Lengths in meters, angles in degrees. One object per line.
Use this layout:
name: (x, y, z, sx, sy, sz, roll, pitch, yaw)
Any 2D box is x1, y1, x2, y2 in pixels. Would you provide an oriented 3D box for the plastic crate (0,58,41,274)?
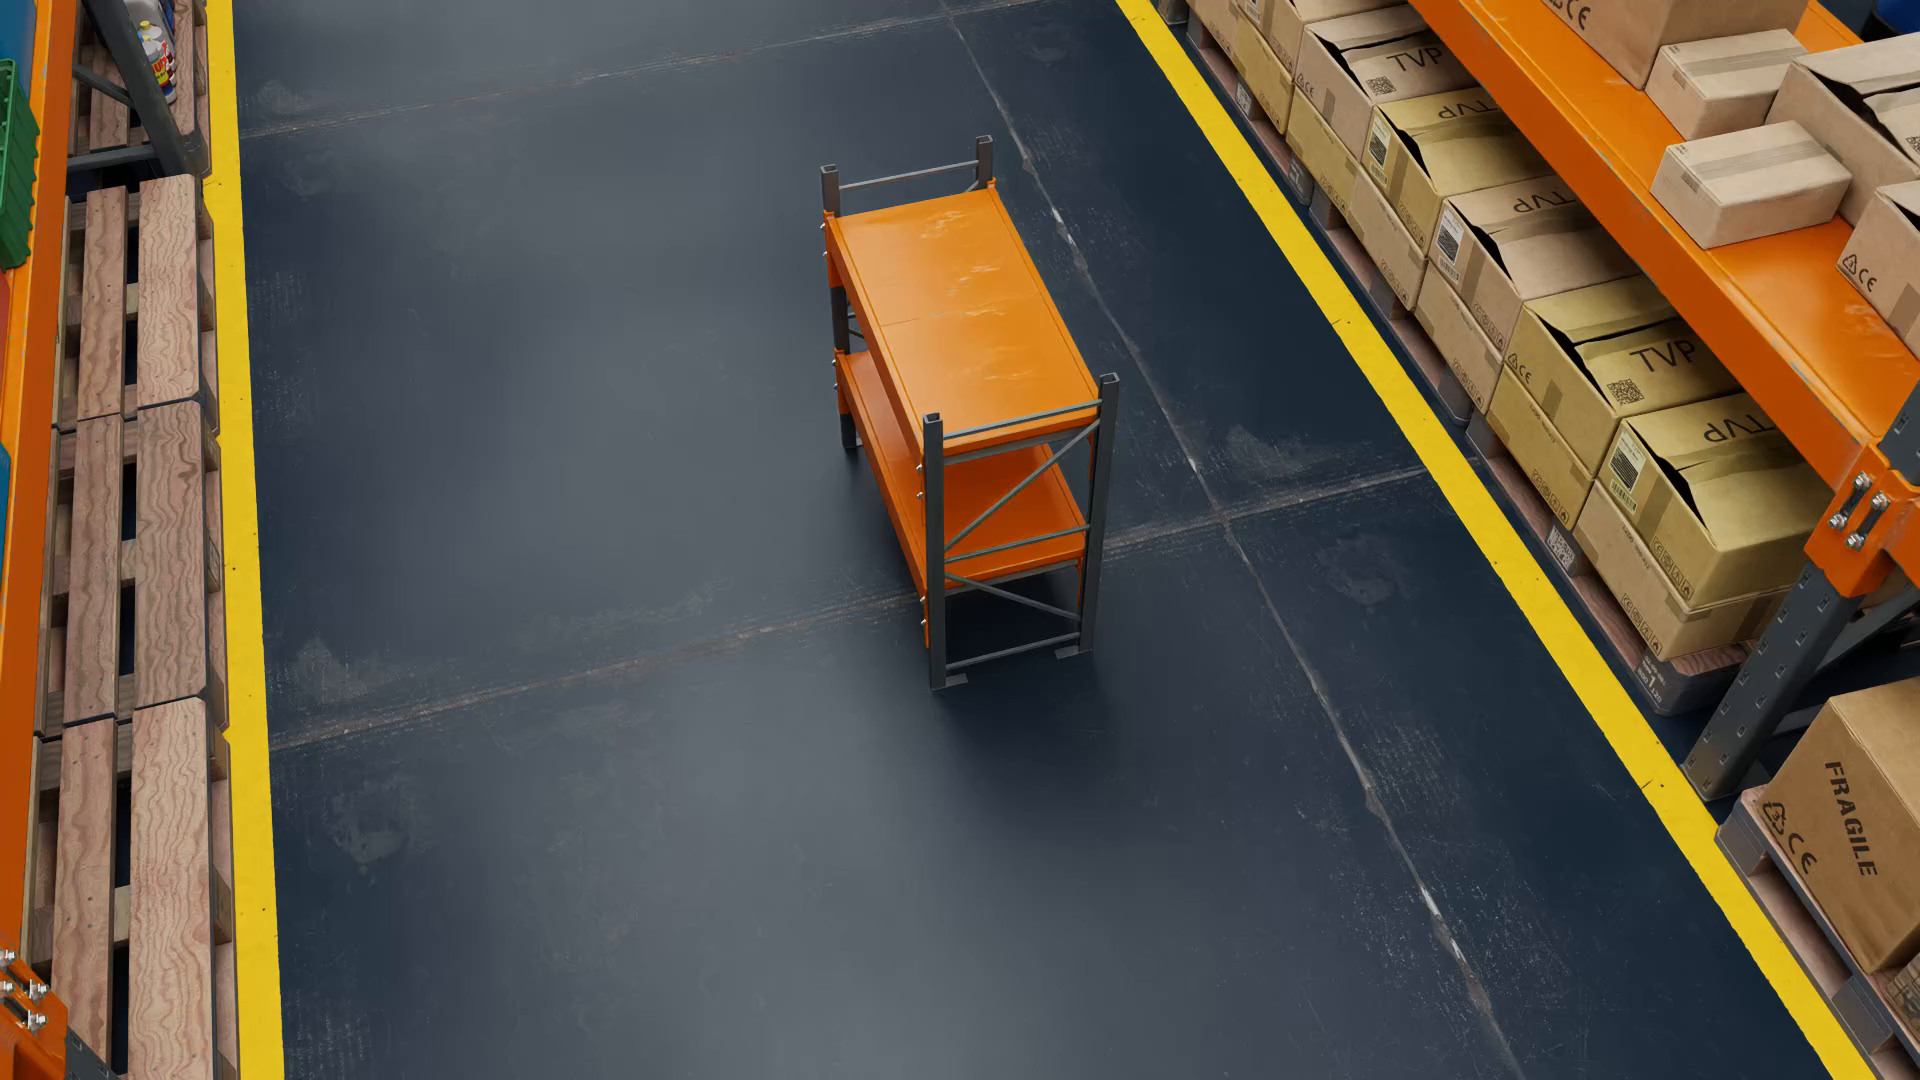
plastic crate: (-2.602, -0.917, 4.200, 0.450, 0.188, 0.662, -13, 51, -11)

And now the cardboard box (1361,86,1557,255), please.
cardboard box: (1.687, -1.260, 5.507, 0.500, 0.311, 0.500, -12, 51, -10)

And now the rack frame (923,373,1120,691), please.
rack frame: (0.152, 0.014, 4.503, 0.500, 1.125, 0.032, -13, 51, -11)

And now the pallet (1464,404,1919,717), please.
pallet: (2.323, -0.100, 5.197, 1.003, 0.211, 1.213, -13, 51, -11)

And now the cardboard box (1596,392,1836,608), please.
cardboard box: (2.139, -0.146, 4.568, 0.500, 0.311, 0.500, -12, 51, -10)

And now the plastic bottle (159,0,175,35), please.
plastic bottle: (-3.229, -2.165, 6.558, 0.144, 0.351, 0.185, -12, 51, -10)

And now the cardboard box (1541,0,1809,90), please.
cardboard box: (2.018, -1.643, 4.608, 0.500, 0.500, 0.500, -16, 52, -13)

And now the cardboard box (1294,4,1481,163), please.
cardboard box: (1.528, -1.638, 5.826, 0.500, 0.311, 0.500, -15, 51, -12)

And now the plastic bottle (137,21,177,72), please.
plastic bottle: (-3.122, -1.914, 6.444, 0.097, 0.201, 0.097, 0, 50, 0)

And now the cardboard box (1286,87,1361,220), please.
cardboard box: (1.535, -1.458, 6.041, 0.500, 0.250, 0.500, -15, 51, -12)

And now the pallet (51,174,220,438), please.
pallet: (-3.117, -0.730, 5.727, 1.003, 0.211, 1.213, -13, 51, -11)

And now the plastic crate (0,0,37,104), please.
plastic crate: (-2.763, -1.453, 4.523, 0.392, 0.384, 0.575, -13, 51, -11)

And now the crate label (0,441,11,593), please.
crate label: (-2.239, -0.070, 3.324, 0.502, 0.435, 0.616, -13, 51, -11)

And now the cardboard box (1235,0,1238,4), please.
cardboard box: (1.231, -2.382, 6.453, 0.500, 0.311, 0.500, -13, 51, -11)

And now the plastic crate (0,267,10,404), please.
plastic crate: (-2.389, -0.542, 3.703, 0.402, 0.464, 0.583, -13, 51, -11)

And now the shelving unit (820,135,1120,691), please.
shelving unit: (0.002, -0.358, 4.816, 0.538, 1.125, 1.048, -13, 51, -11)

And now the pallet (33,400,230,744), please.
pallet: (-2.753, 0.163, 4.975, 1.003, 0.211, 1.213, -13, 51, -11)

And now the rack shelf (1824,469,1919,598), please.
rack shelf: (3.121, 1.303, 2.660, 1.077, 0.370, 4.000, -13, 51, -11)

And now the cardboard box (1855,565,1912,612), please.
cardboard box: (2.655, -0.087, 4.885, 0.500, 0.250, 0.500, -13, 51, -11)

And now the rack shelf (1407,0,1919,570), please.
rack shelf: (1.938, -1.618, 5.123, 1.077, 0.370, 4.000, -13, 51, -11)

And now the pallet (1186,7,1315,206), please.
pallet: (1.602, -1.883, 6.699, 1.003, 0.211, 1.213, -13, 51, -11)

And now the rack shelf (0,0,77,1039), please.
rack shelf: (-2.795, -0.501, 4.181, 1.077, 0.370, 4.000, -13, 51, -11)

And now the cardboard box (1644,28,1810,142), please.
cardboard box: (2.098, -1.227, 4.487, 0.380, 0.149, 0.250, -10, 51, -8)

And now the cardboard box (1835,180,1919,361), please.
cardboard box: (2.464, -0.636, 3.882, 0.500, 0.311, 0.500, -10, 51, -9)

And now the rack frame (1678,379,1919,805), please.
rack frame: (2.529, -0.389, 3.616, 1.000, 3.000, 0.127, -13, 51, -11)

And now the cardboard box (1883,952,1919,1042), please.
cardboard box: (2.551, 1.053, 3.748, 0.500, 0.500, 0.500, -15, 51, -12)

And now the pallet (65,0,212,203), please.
pallet: (-3.545, -1.795, 6.625, 1.003, 0.211, 1.213, -13, 51, -11)

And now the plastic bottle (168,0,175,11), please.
plastic bottle: (-3.285, -2.303, 6.674, 0.144, 0.351, 0.185, -15, 52, -13)

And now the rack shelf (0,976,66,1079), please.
rack shelf: (-1.612, 2.421, 1.718, 1.077, 0.370, 4.000, -13, 51, -11)

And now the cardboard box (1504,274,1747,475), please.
cardboard box: (1.979, -0.524, 4.887, 0.500, 0.311, 0.500, -14, 51, -12)

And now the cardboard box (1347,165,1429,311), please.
cardboard box: (1.684, -1.086, 5.727, 0.500, 0.250, 0.500, -12, 51, -10)

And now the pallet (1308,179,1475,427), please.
pallet: (1.966, -0.990, 5.946, 1.003, 0.211, 1.213, -13, 51, -11)

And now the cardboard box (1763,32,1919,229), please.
cardboard box: (2.450, -1.057, 4.238, 0.500, 0.311, 0.500, -14, 51, -11)

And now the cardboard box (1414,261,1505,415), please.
cardboard box: (1.839, -0.711, 5.411, 0.500, 0.250, 0.500, -12, 51, -10)

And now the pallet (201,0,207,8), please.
pallet: (-3.910, -2.687, 7.377, 1.003, 0.211, 1.213, -13, 51, -11)

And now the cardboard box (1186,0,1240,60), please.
cardboard box: (1.229, -2.209, 6.674, 0.500, 0.250, 0.500, -14, 51, -12)

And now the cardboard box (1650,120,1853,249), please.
cardboard box: (1.999, -0.903, 4.213, 0.380, 0.149, 0.250, -13, 51, -11)

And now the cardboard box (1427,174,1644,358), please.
cardboard box: (1.833, -0.893, 5.198, 0.500, 0.311, 0.500, -14, 51, -11)

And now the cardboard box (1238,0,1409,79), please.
cardboard box: (1.374, -2.015, 6.144, 0.500, 0.311, 0.500, -14, 51, -11)

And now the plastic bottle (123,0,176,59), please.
plastic bottle: (-3.184, -2.019, 6.484, 0.152, 0.276, 0.135, -12, 51, -10)

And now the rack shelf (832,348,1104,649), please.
rack shelf: (0.002, -0.200, 5.003, 0.538, 0.278, 1.000, -13, 51, -11)

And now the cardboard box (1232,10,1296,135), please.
cardboard box: (1.379, -1.835, 6.359, 0.500, 0.250, 0.500, -12, 51, -10)

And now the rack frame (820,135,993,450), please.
rack frame: (-0.148, -0.729, 5.129, 0.500, 1.125, 0.032, -13, 51, -11)

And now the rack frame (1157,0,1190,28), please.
rack frame: (1.347, -3.311, 6.079, 1.000, 3.000, 0.127, -13, 51, -11)

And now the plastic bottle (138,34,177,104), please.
plastic bottle: (-3.062, -1.788, 6.292, 0.097, 0.271, 0.097, 0, 50, 0)

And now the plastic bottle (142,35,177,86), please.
plastic bottle: (-3.092, -1.839, 6.381, 0.097, 0.201, 0.097, 0, 50, 0)

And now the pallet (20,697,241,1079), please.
pallet: (-2.396, 1.052, 4.225, 1.003, 0.211, 1.213, -13, 51, -11)

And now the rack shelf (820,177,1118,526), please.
rack shelf: (0.002, -0.546, 4.592, 0.538, 0.278, 1.000, -13, 51, -11)

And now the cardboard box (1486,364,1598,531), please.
cardboard box: (1.985, -0.343, 5.101, 0.500, 0.250, 0.500, -14, 51, -11)

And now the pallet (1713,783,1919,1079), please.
pallet: (2.714, 1.064, 4.215, 1.003, 0.211, 1.213, -13, 51, -11)

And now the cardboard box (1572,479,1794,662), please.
cardboard box: (2.141, 0.033, 4.784, 0.500, 0.250, 0.500, -12, 51, -10)

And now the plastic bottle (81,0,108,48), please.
plastic bottle: (-3.366, -2.132, 6.530, 0.144, 0.351, 0.185, -13, 51, -11)

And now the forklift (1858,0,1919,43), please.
forklift: (4.590, -1.923, 4.954, 1.130, 2.935, 3.031, -15, 51, -12)

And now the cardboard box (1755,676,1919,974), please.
cardboard box: (2.391, 0.672, 4.069, 0.500, 0.500, 0.500, -11, 51, -9)

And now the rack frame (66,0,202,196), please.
rack frame: (-3.386, -2.193, 5.137, 1.000, 3.000, 0.127, -13, 51, -11)
